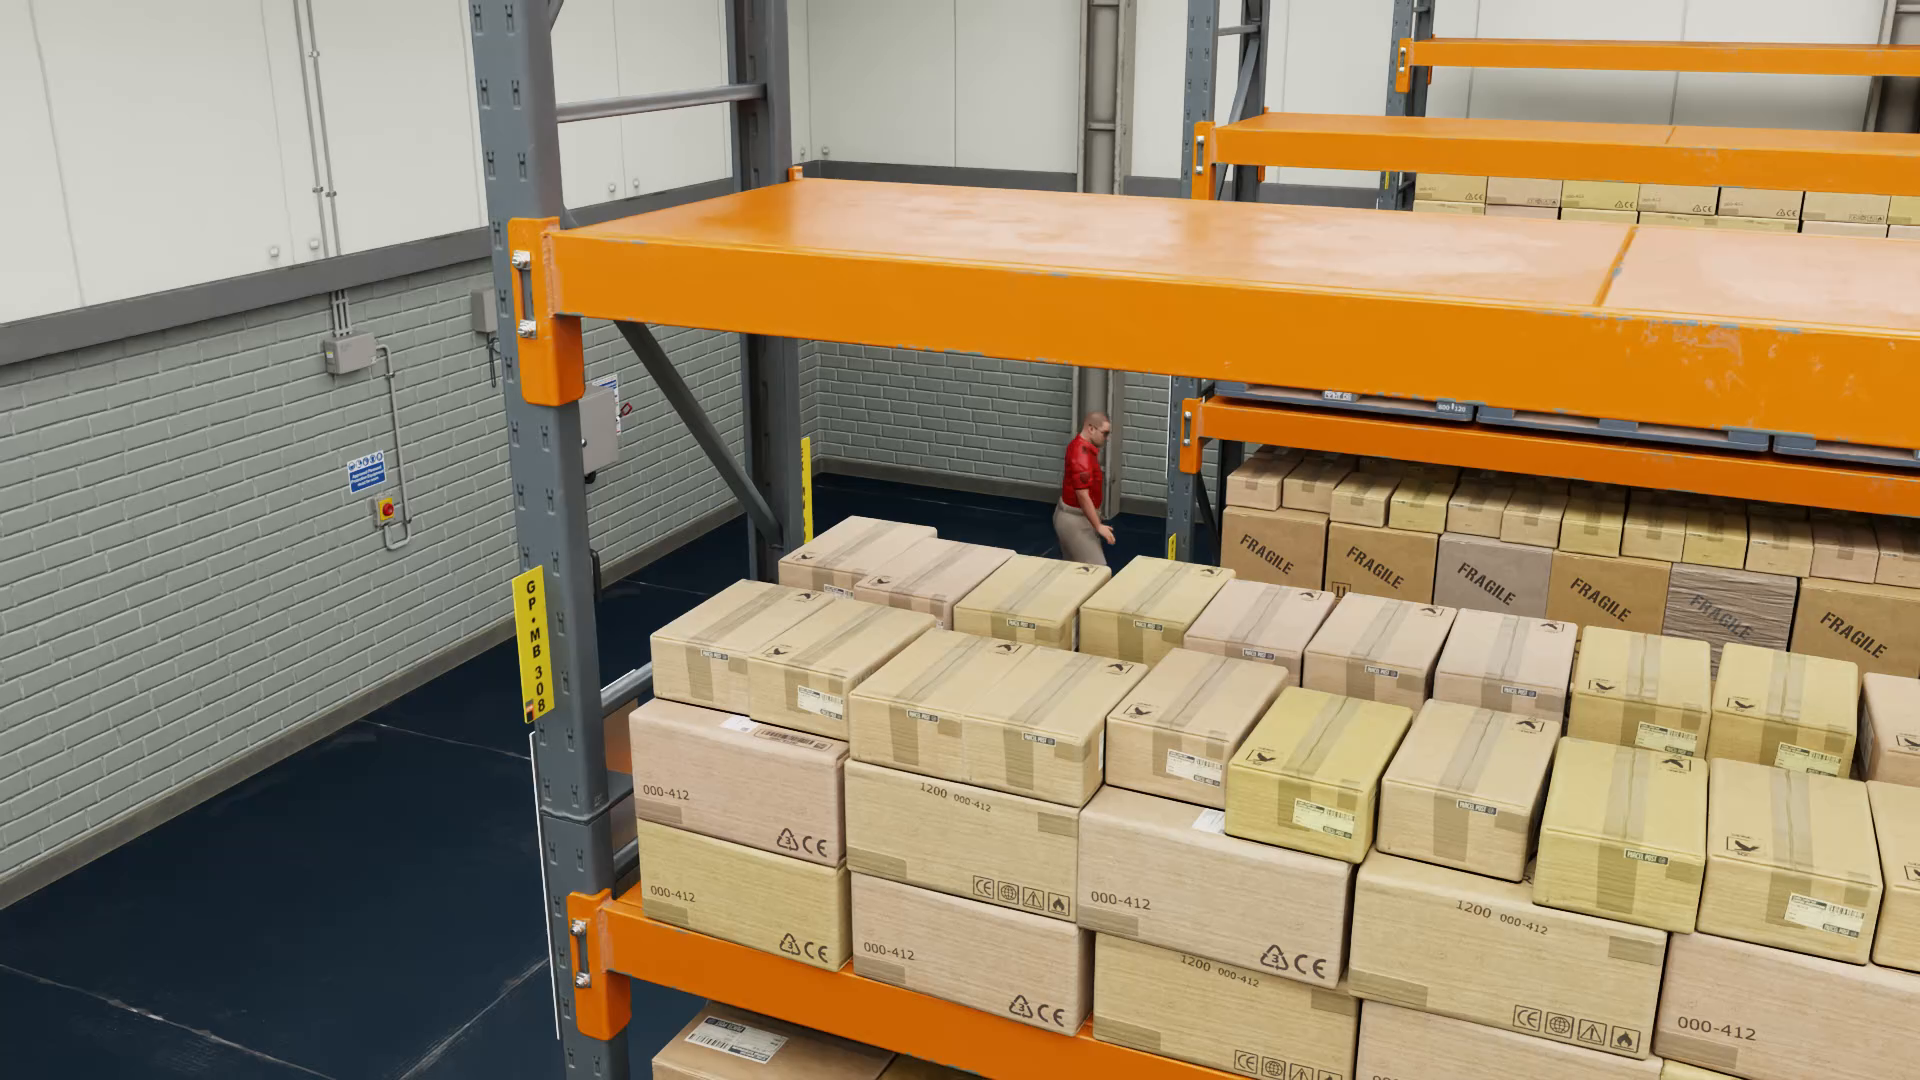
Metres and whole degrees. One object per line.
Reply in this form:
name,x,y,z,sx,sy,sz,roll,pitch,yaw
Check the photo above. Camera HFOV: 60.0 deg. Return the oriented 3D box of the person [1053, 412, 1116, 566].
person,0.918,-0.084,12.410,0.440,1.790,0.571,0,19,-1
